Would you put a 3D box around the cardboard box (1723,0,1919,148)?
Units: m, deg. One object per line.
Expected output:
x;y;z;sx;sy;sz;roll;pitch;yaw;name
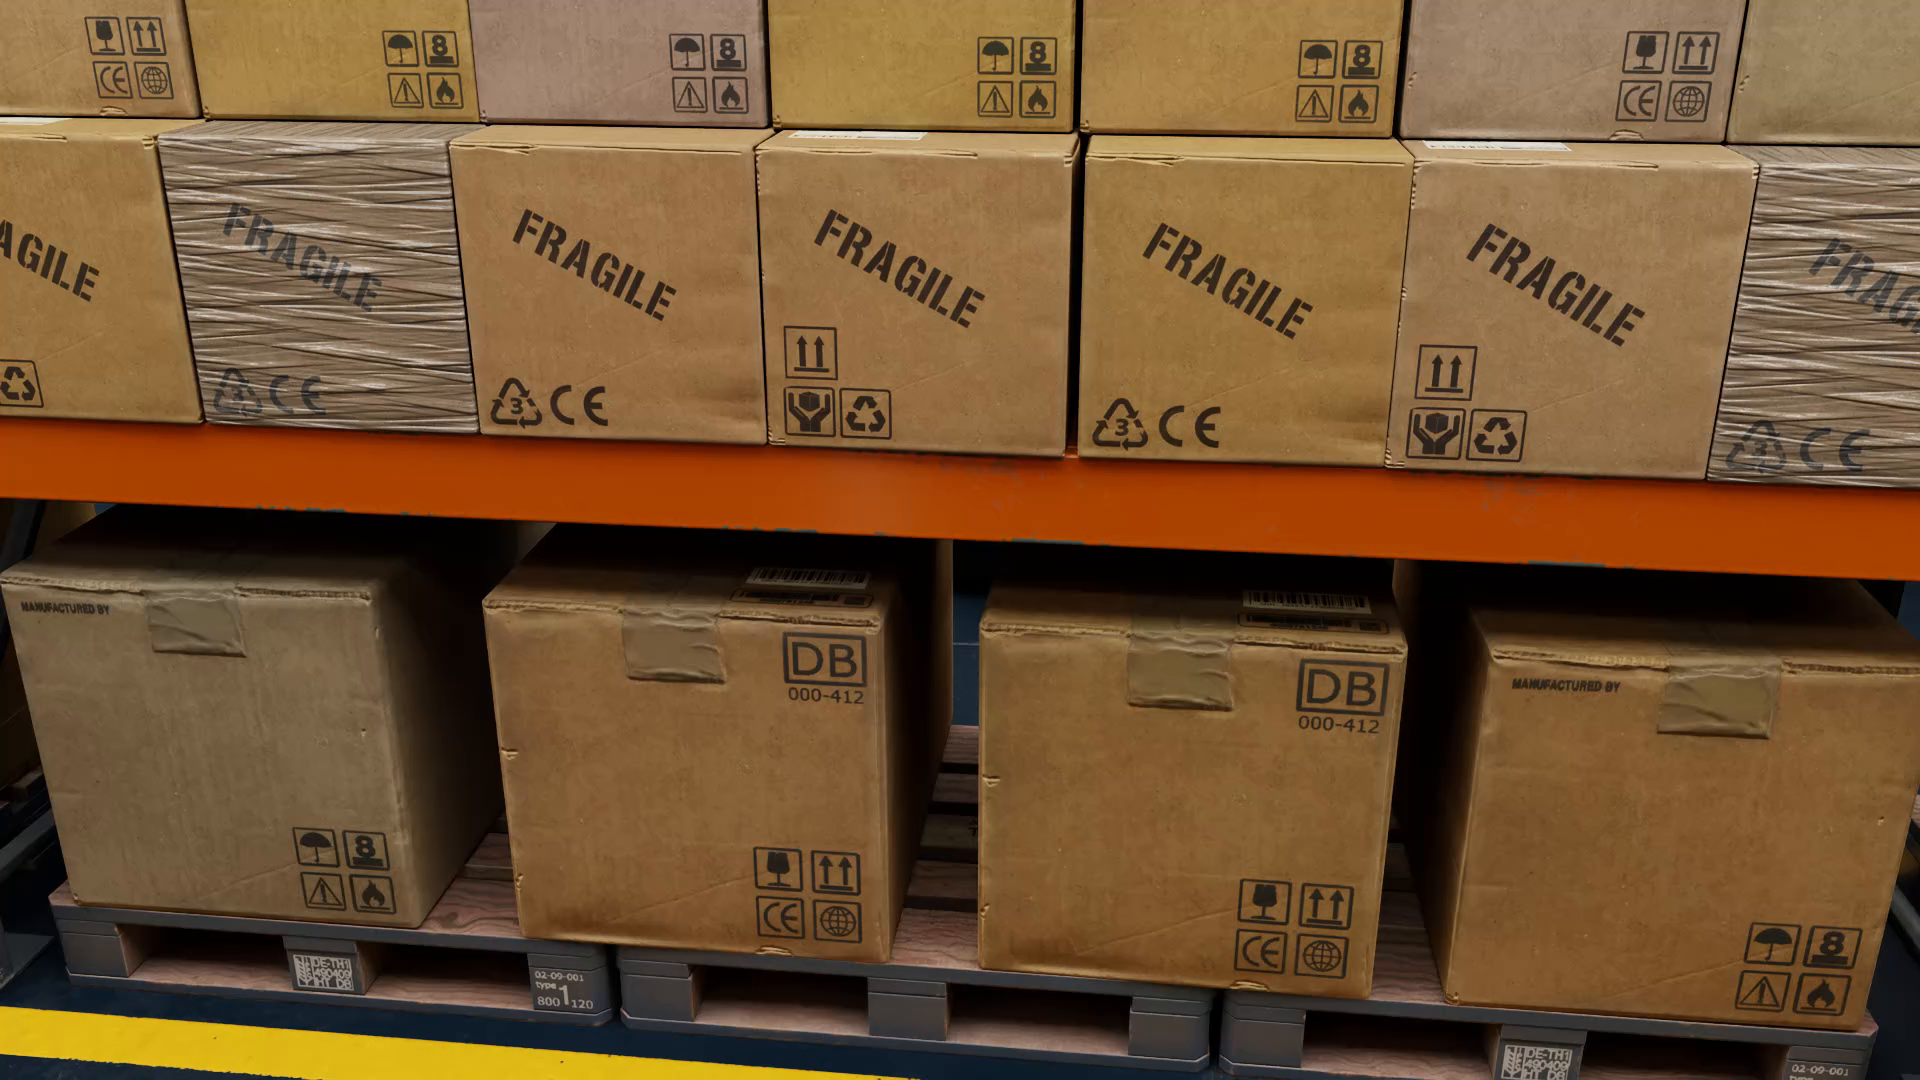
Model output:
1.493;-0.970;2.817;0.500;0.500;0.700;2;22;6;cardboard box

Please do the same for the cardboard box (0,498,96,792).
-2.651;0.132;3.845;0.875;0.875;0.875;3;22;7;cardboard box

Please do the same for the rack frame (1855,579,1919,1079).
1.937;-0.435;2.961;0.127;3.000;1.000;2;22;6;rack frame

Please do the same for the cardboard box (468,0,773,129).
-0.528;-1.057;3.037;0.500;0.500;0.700;3;22;7;cardboard box

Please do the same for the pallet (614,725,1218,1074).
-0.045;0.746;3.765;1.213;0.211;1.003;2;22;6;pallet

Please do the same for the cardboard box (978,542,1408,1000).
0.475;0.320;3.539;0.750;0.750;1.050;3;22;7;cardboard box

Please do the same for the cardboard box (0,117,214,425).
-1.544;-0.534;3.074;0.500;0.500;0.500;3;22;7;cardboard box

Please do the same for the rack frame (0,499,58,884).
-2.035;-0.609;3.401;0.053;2.616;0.949;2;22;6;rack frame

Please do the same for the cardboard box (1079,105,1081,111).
0.023;-0.665;3.406;0.500;0.500;0.500;2;22;6;cardboard box

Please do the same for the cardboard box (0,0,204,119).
-1.541;-1.100;3.147;0.500;0.500;0.700;2;22;5;cardboard box

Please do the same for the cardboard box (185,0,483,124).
-1.030;-1.079;3.093;0.500;0.500;0.700;2;22;5;cardboard box

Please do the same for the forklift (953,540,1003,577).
1.982;-2.636;8.622;4.693;2.935;8.118;1;22;2;forklift

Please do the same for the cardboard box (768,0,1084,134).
-0.027;-1.034;2.981;0.500;0.500;0.700;2;22;6;cardboard box

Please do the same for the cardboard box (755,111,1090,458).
-0.043;-0.467;2.906;0.500;0.500;0.500;3;22;7;cardboard box

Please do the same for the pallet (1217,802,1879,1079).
1.163;0.800;3.629;1.213;0.211;1.003;2;22;6;pallet

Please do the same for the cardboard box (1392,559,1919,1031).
-0.886;-0.771;5.633;5.693;1.239;5.455;2;22;6;cardboard box

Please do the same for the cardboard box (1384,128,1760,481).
0.963;-0.425;2.799;0.500;0.500;0.500;2;22;6;cardboard box

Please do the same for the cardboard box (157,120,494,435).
-1.043;-0.512;3.019;0.500;0.500;0.500;3;22;7;cardboard box

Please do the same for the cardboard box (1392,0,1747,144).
0.990;-0.991;2.871;0.500;0.500;0.700;2;22;6;cardboard box

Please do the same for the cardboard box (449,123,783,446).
-0.547;-0.489;2.962;0.500;0.500;0.500;2;22;6;cardboard box
